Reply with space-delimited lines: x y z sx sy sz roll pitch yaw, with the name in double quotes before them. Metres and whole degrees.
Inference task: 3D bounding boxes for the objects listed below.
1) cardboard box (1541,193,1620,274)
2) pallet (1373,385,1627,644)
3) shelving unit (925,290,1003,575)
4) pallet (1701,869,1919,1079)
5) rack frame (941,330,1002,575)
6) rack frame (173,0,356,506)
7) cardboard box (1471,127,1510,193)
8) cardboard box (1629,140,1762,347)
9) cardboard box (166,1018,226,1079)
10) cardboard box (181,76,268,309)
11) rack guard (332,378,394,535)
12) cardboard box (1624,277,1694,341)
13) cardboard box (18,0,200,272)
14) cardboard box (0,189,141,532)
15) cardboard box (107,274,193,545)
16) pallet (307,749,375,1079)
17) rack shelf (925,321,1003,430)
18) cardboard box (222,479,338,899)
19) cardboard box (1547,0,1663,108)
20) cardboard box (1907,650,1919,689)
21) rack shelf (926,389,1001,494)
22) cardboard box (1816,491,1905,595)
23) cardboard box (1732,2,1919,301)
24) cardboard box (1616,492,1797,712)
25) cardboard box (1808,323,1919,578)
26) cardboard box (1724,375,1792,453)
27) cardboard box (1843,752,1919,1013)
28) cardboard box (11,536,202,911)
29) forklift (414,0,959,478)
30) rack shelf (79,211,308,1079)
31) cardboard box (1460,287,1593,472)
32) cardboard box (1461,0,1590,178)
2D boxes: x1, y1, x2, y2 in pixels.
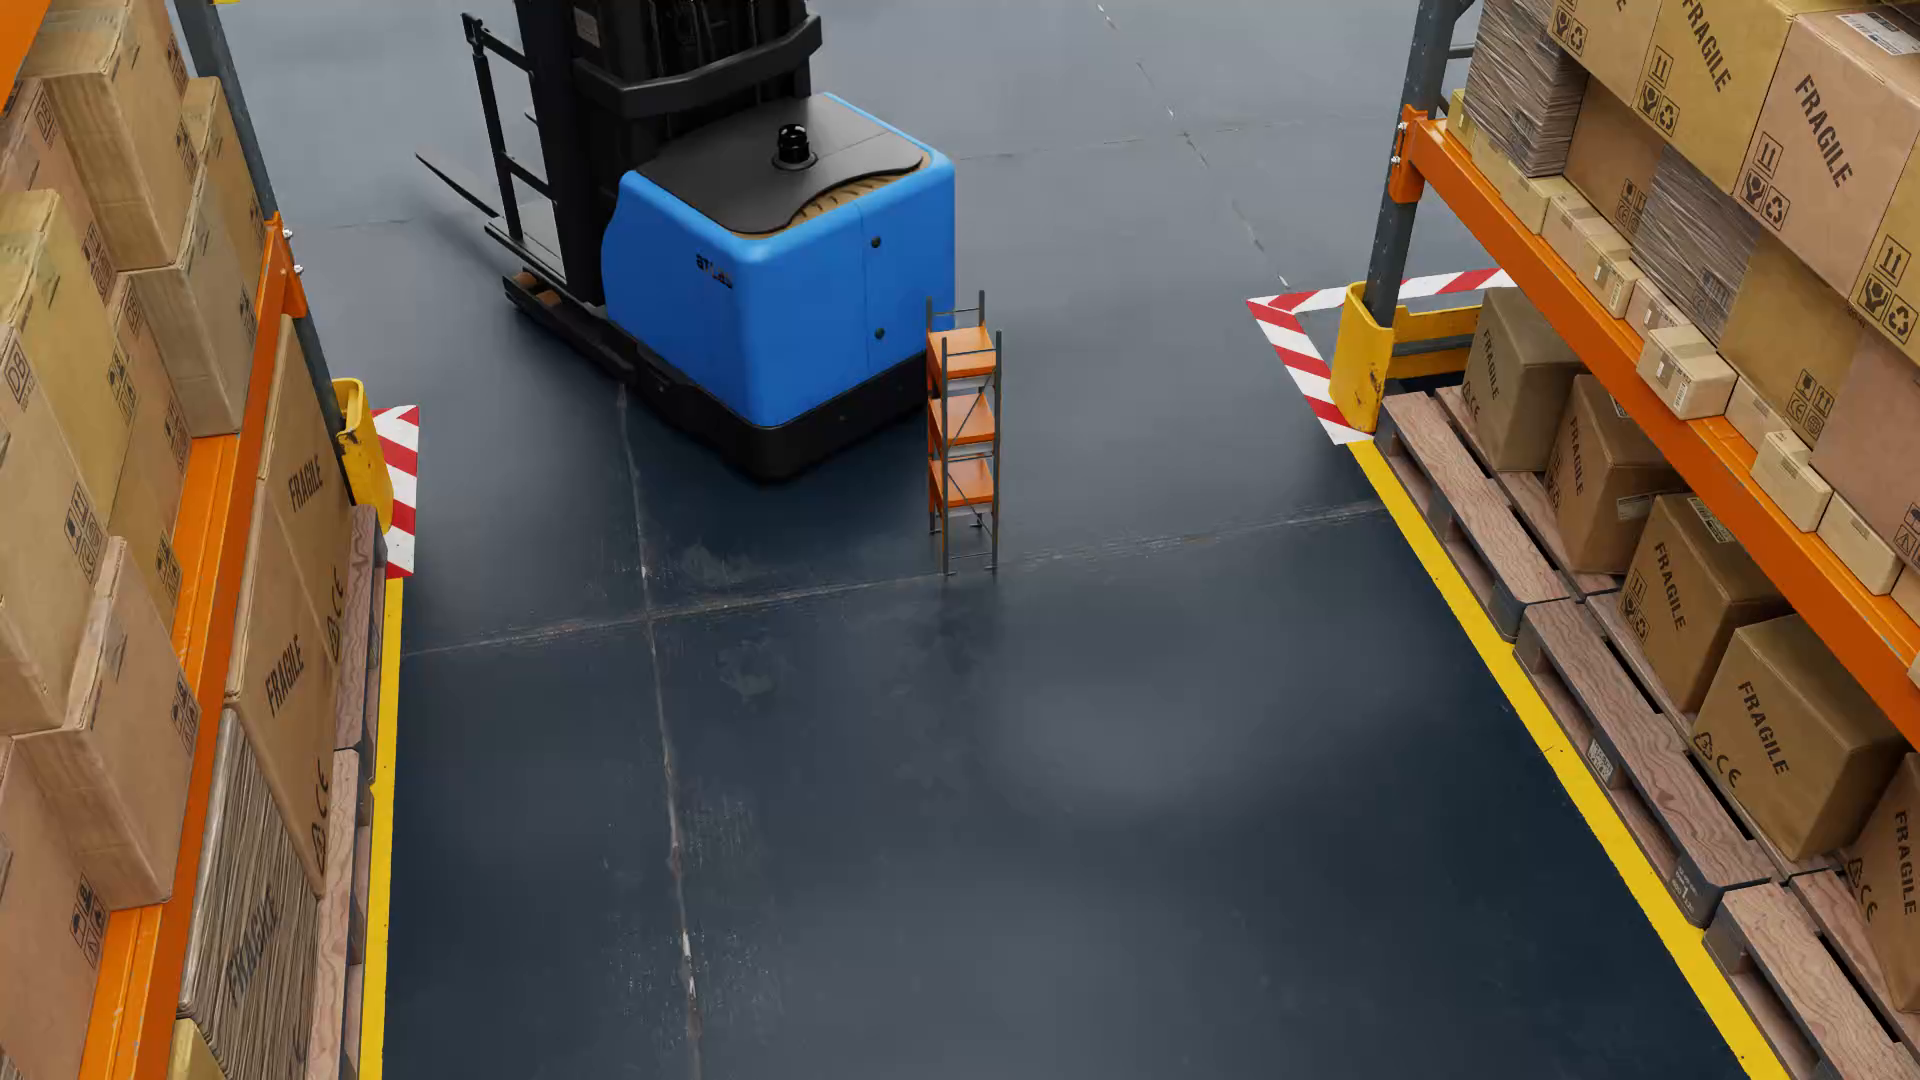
"cardboard box" 2.095 -0.992 5.297 0.380 0.149 0.250 -8 42 -9
"pallet" 2.275 -0.169 6.281 1.003 0.211 1.213 -8 42 -9
"shelving unit" 0.012 -0.358 5.862 0.215 1.050 0.252 -8 42 -9
"pallet" 2.802 1.413 4.499 1.003 0.211 1.213 -8 42 -9
"rack frame" 0.038 -0.279 5.773 0.200 1.050 0.008 -8 42 -9
"rack frame" -2.747 -1.147 5.283 1.000 3.000 0.127 -8 42 -9
"cardboard box" 1.982 -1.315 5.661 0.380 0.149 0.250 -8 42 -9
"cardboard box" 2.500 -0.944 4.754 0.875 0.500 0.500 -8 42 -9
"cardboard box" -1.951 1.665 3.399 0.875 0.875 0.875 -8 42 -9
"cardboard box" -2.623 -0.969 4.970 0.875 0.550 0.550 -8 42 -9
"rack guard" -2.752 -0.228 6.130 1.175 0.500 0.348 -8 42 -9
"cardboard box" 2.223 -0.670 4.935 0.380 0.149 0.250 -8 42 -9
"cardboard box" -2.496 -1.018 4.211 0.875 0.550 0.550 -8 42 -9
"cardboard box" -2.266 -0.311 3.414 0.875 0.550 0.500 -8 42 -9
"cardboard box" -2.485 -0.235 4.142 0.875 0.550 0.550 -8 42 -9
"pallet" -2.238 1.192 4.748 1.003 0.211 1.213 -8 42 -9
"rack shelf" 0.012 -0.562 5.681 0.215 0.259 0.240 -8 42 -9
"cardboard box" -2.344 0.490 4.722 0.875 0.875 0.875 -9 42 -10
"cardboard box" 2.071 -1.594 4.734 0.500 0.500 0.500 -8 42 -9
"cardboard box" 2.445 0.317 3.823 0.380 0.149 0.250 -8 42 -9
"rack shelf" 0.012 -0.350 5.869 0.215 0.259 0.240 -8 42 -9
"cardboard box" 2.426 -0.020 4.203 0.380 0.149 0.250 -8 42 -9
"cardboard box" 2.295 -0.947 4.005 0.500 0.500 0.500 -8 42 -9
"cardboard box" 2.515 0.183 5.350 0.500 0.500 0.500 -5 42 -5
"cardboard box" 2.665 -0.288 4.015 0.875 0.500 0.500 -8 42 -9
"cardboard box" 2.359 -0.350 4.575 0.380 0.149 0.250 -8 42 -9
"cardboard box" 2.803 0.943 4.495 0.500 0.500 0.500 4 42 4
"cardboard box" -2.118 0.432 3.391 0.875 0.550 0.550 -8 42 -9
"forklift" -1.370 -2.227 6.551 1.130 2.935 3.031 -31 50 -30
"rack shelf" -2.315 0.418 4.061 1.077 0.370 4.000 -8 42 -9
"cardboard box" 2.236 -0.608 6.242 0.500 0.500 0.500 -1 42 -1
"cardboard box" 2.210 -1.581 5.472 0.875 0.500 0.500 -8 42 -9
